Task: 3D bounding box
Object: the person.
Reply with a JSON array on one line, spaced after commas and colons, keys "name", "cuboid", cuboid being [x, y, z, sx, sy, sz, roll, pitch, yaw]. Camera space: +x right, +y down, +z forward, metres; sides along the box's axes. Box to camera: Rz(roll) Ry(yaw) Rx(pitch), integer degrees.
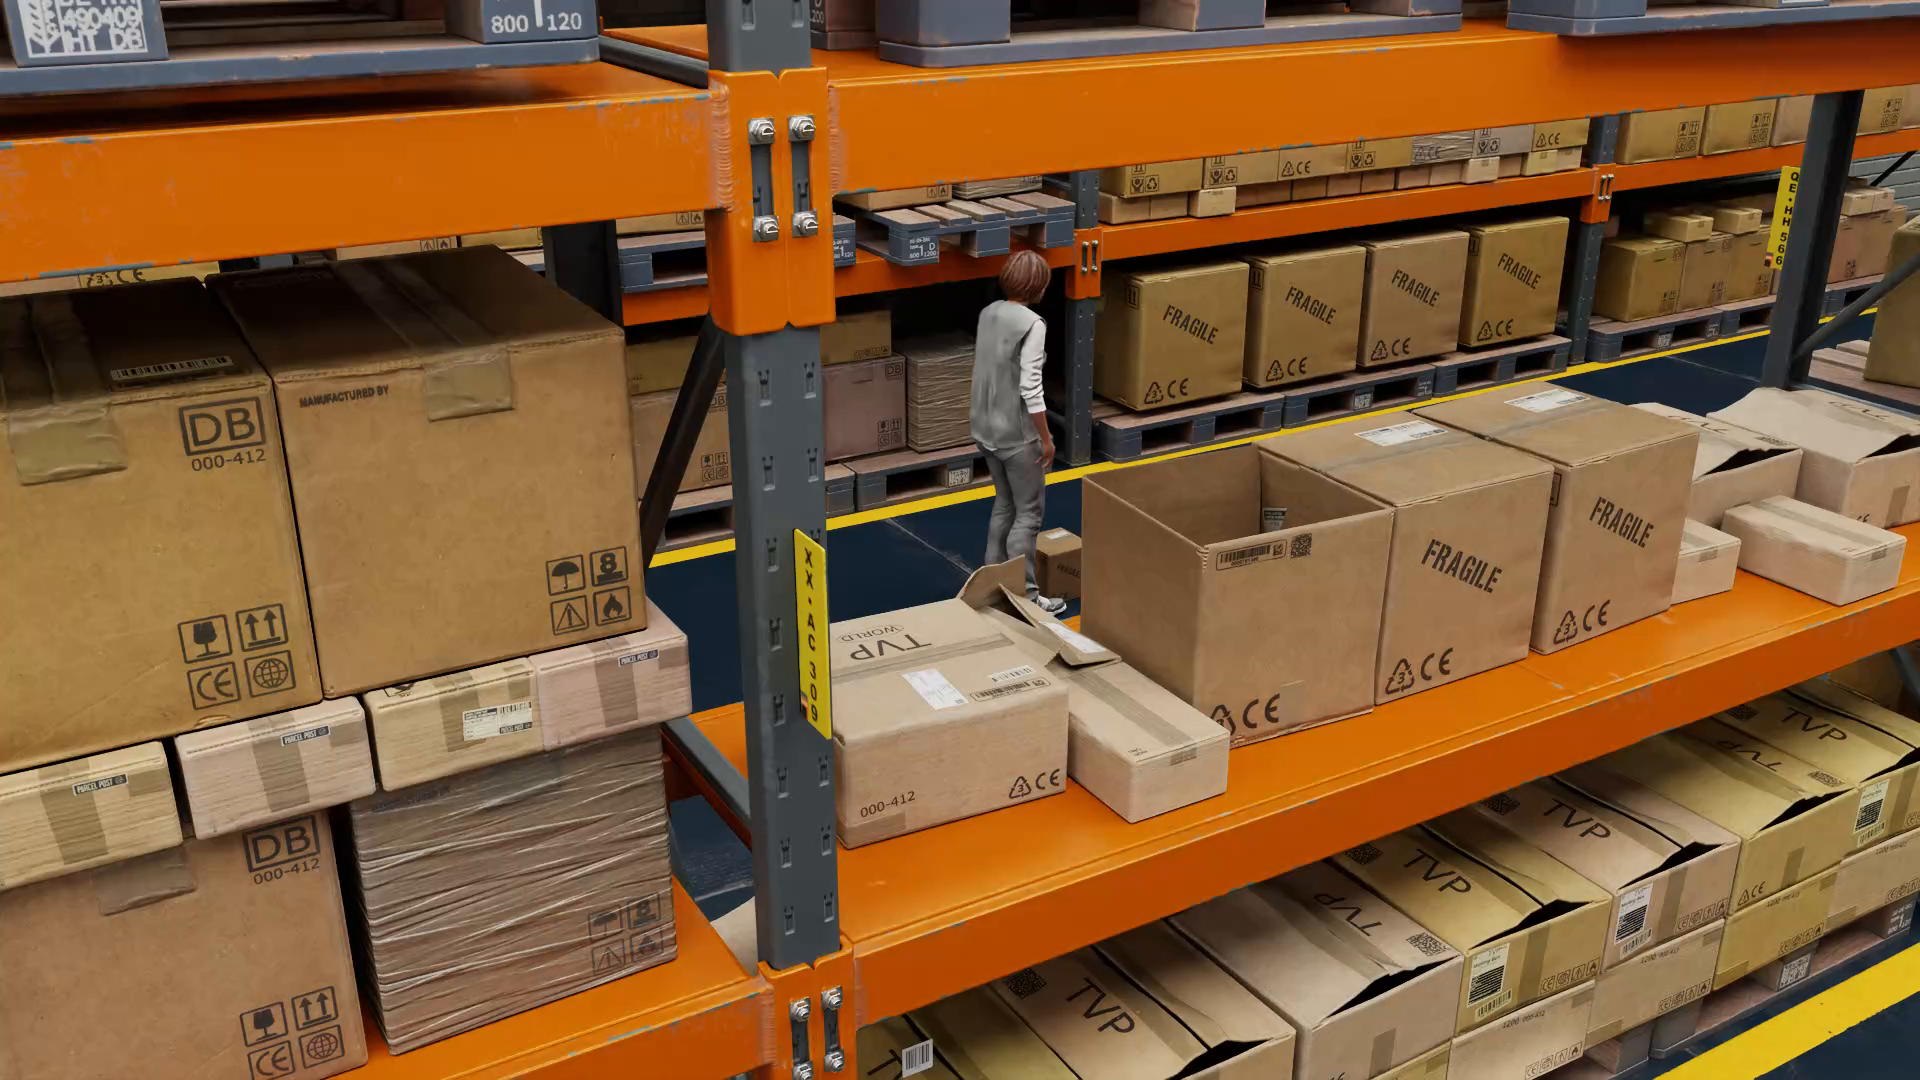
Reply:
[{"name": "person", "cuboid": [0.240, -0.452, 7.233, 0.367, 1.582, 0.477, -13, 26, -30]}]
